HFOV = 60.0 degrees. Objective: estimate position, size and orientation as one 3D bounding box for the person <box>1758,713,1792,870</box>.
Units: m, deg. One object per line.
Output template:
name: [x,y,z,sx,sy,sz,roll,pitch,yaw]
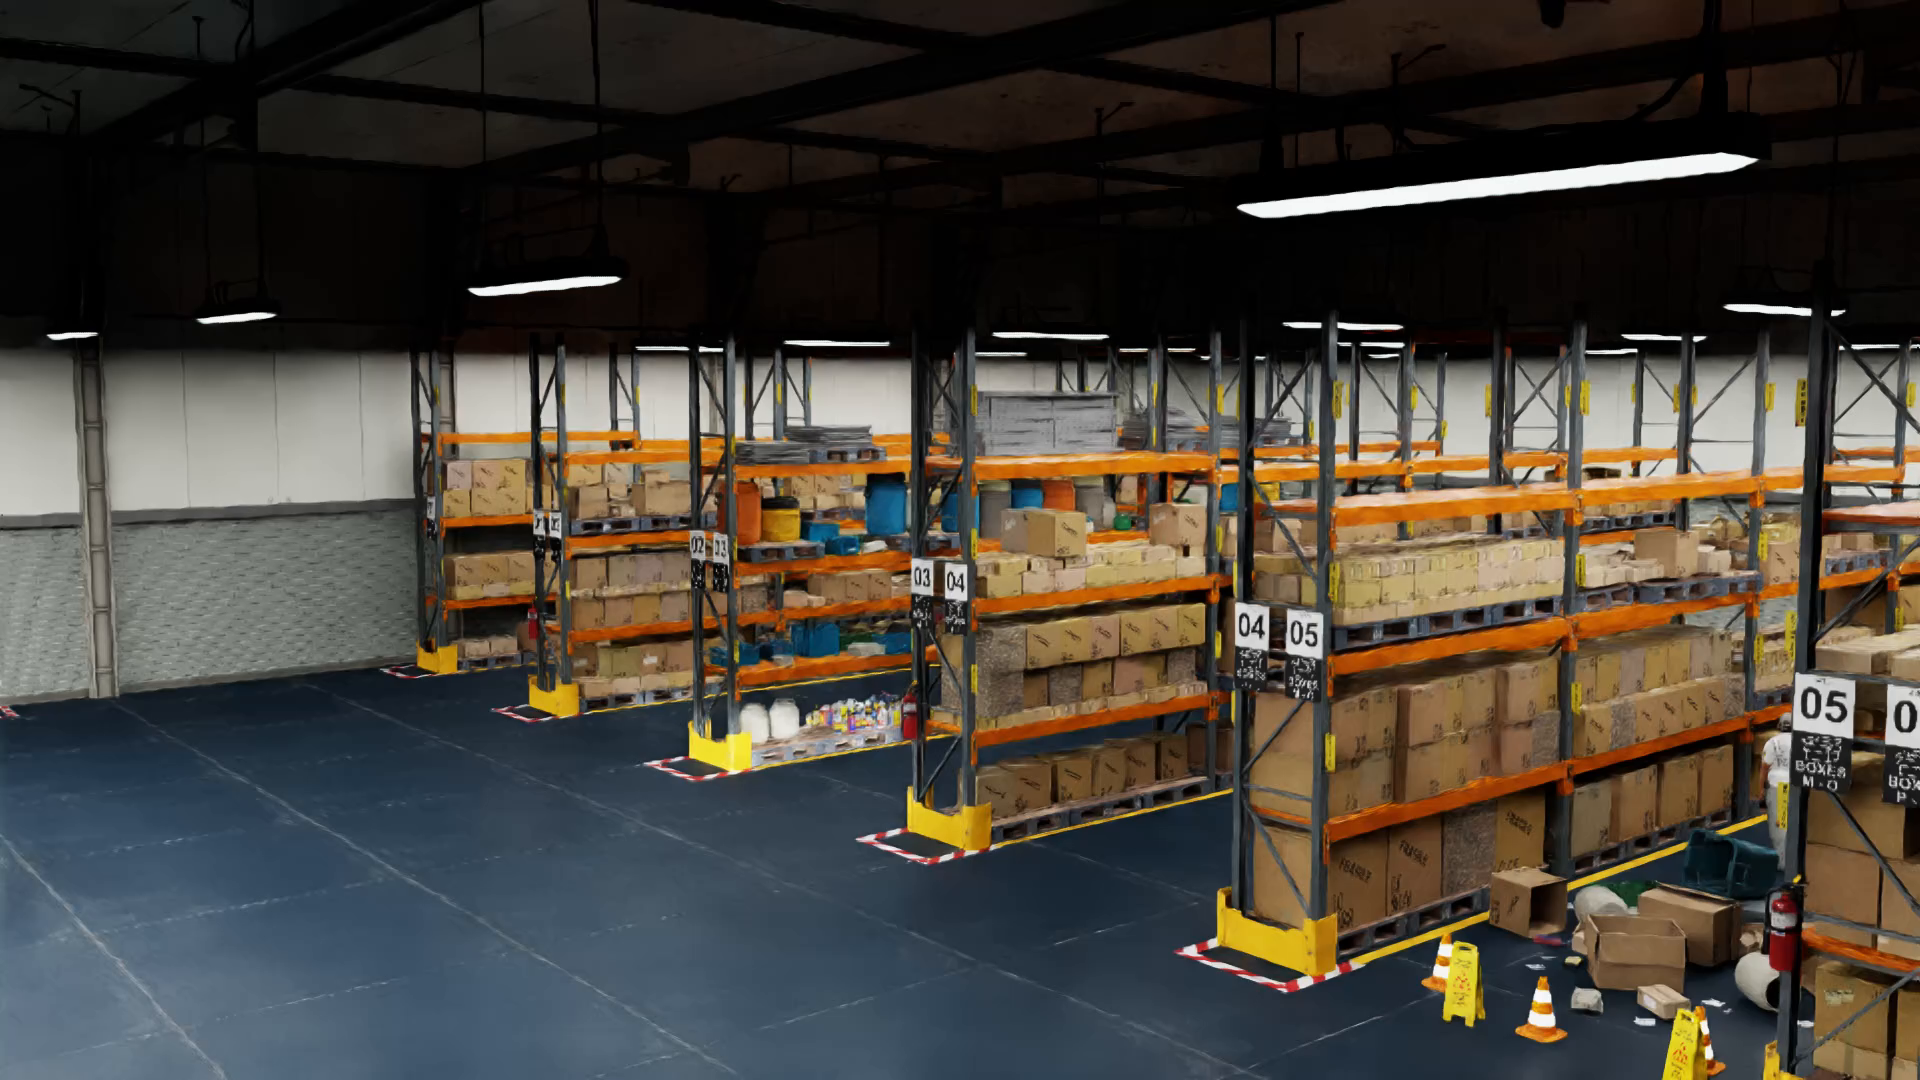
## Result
person: [8.841,2.675,17.874,0.599,1.659,0.554,-1,5,-7]
